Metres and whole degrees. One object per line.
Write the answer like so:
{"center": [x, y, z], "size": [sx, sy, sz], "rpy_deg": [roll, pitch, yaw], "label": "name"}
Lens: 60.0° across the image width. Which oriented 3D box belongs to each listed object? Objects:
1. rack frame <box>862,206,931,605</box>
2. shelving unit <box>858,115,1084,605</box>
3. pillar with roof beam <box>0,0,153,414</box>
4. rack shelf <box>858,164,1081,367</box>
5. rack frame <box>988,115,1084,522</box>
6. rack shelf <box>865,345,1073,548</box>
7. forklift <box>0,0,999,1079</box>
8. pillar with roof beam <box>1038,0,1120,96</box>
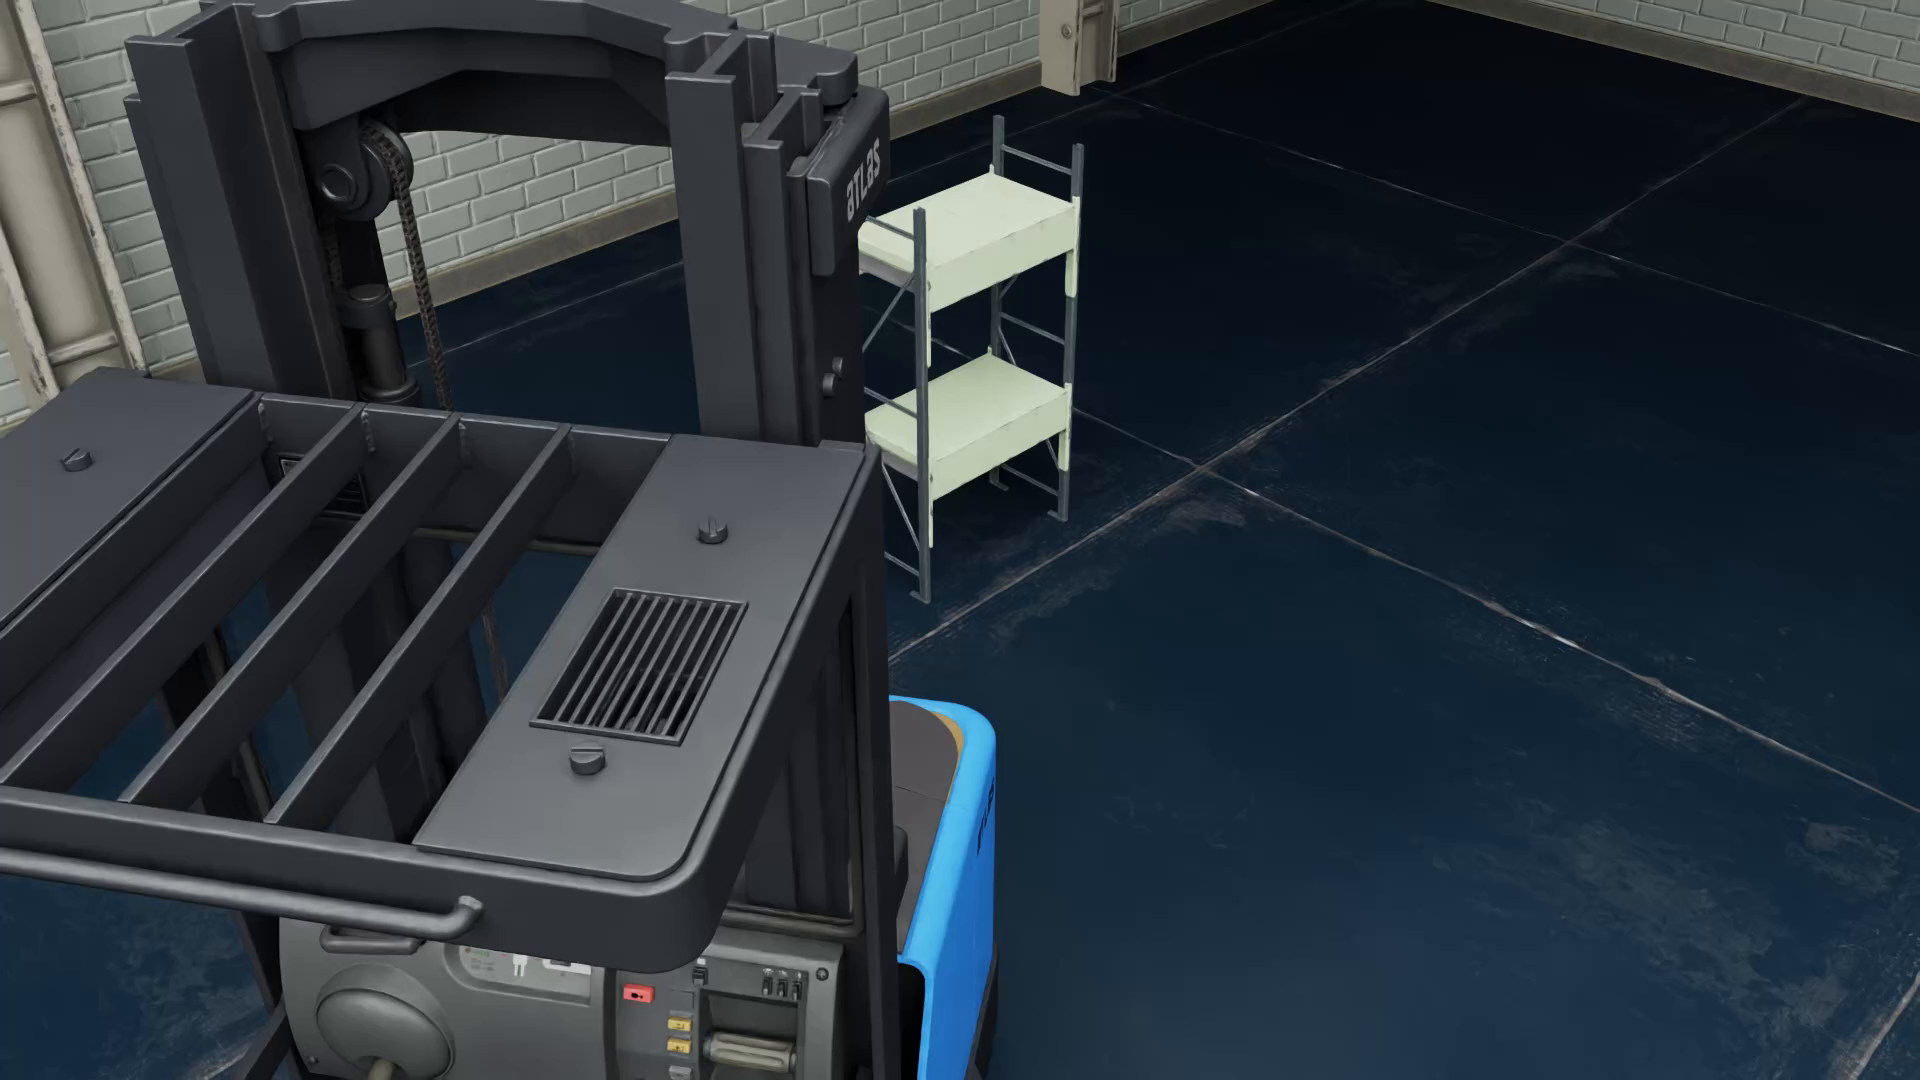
{"center": [-0.253, -0.469, 5.612], "size": [0.400, 1.500, 0.023], "rpy_deg": [30, 45, 35], "label": "rack frame"}
{"center": [0.005, -0.618, 5.825], "size": [0.431, 1.500, 0.755], "rpy_deg": [30, 45, 35], "label": "shelving unit"}
{"center": [-0.447, -2.362, 1.770], "size": [9.100, 9.000, 0.400], "rpy_deg": [30, 45, 35], "label": "pillar with roof beam"}
{"center": [0.005, -0.938, 5.602], "size": [0.431, 0.370, 0.720], "rpy_deg": [30, 45, 35], "label": "rack shelf"}
{"center": [0.263, -0.766, 6.038], "size": [0.400, 1.500, 0.023], "rpy_deg": [30, 45, 35], "label": "rack frame"}
{"center": [0.005, -0.350, 6.011], "size": [0.431, 0.370, 0.720], "rpy_deg": [30, 45, 35], "label": "rack shelf"}
{"center": [-0.687, 0.837, 2.487], "size": [1.130, 2.935, 3.031], "rpy_deg": [6, 35, 9], "label": "forklift"}
{"center": [3.780, -4.798, 5.263], "size": [9.100, 9.000, 0.400], "rpy_deg": [30, 45, 35], "label": "pillar with roof beam"}
